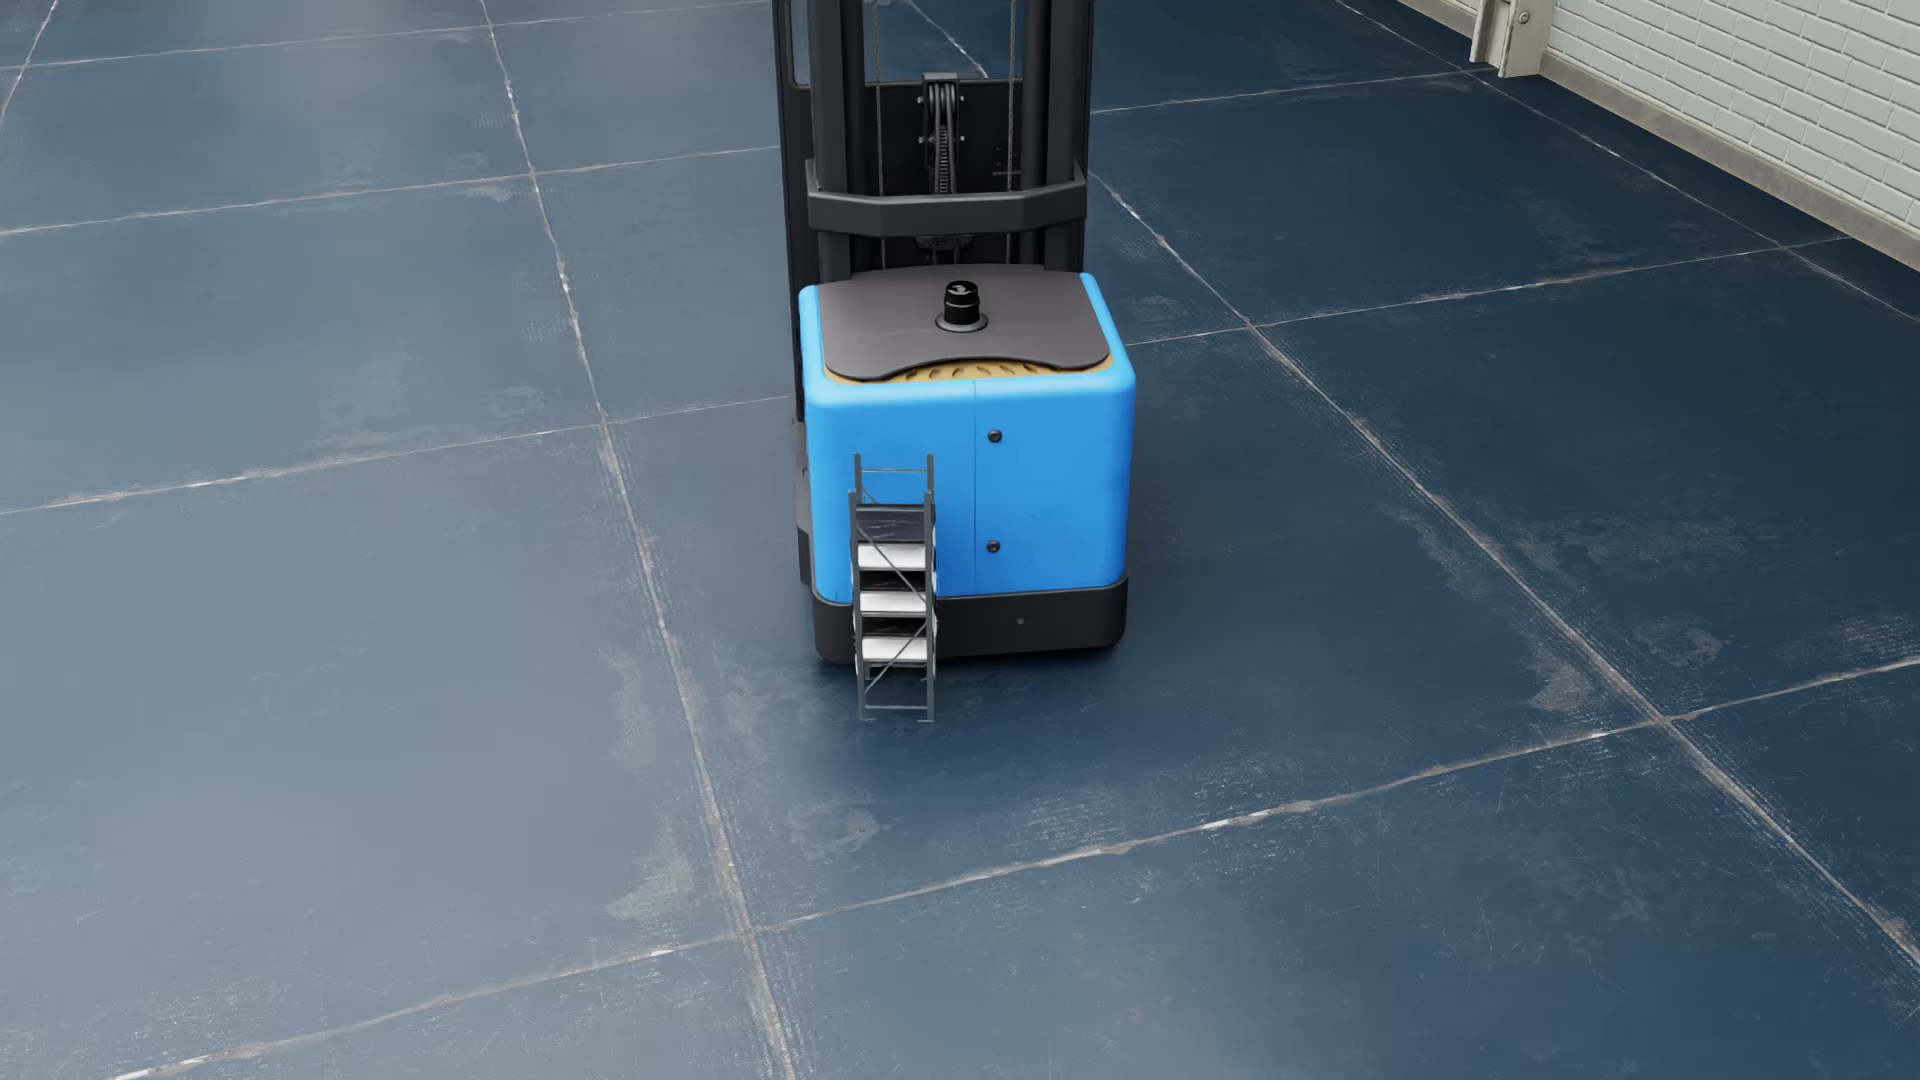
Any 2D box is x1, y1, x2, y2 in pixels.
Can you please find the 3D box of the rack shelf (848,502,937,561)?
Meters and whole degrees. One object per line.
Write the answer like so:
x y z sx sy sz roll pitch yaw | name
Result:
-0.202 -0.028 5.039 0.258 0.077 0.200 1 36 1 | rack shelf

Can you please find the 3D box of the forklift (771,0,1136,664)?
-0.118 -1.607 6.024 1.130 2.935 3.031 -4 34 -5 | forklift

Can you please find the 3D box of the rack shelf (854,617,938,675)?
-0.201 0.335 5.305 0.258 0.077 0.200 1 36 1 | rack shelf

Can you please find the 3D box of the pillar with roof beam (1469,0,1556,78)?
-0.497 -6.157 7.406 9.100 9.000 0.400 -10 35 -15 | pillar with roof beam

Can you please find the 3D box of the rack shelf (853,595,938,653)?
-0.201 0.262 5.252 0.258 0.077 0.200 1 36 1 | rack shelf

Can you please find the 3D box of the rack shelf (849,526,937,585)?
-0.202 0.045 5.092 0.258 0.077 0.200 1 36 1 | rack shelf

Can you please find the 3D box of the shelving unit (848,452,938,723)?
-0.201 0.163 5.179 0.258 0.900 0.210 1 36 1 | shelving unit

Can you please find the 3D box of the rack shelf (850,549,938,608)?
-0.202 0.117 5.145 0.258 0.077 0.200 1 36 1 | rack shelf

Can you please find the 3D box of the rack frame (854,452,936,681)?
-0.199 0.103 5.261 0.240 0.900 0.006 1 36 1 | rack frame

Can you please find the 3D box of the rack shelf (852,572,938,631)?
-0.201 0.190 5.198 0.258 0.077 0.200 1 36 1 | rack shelf

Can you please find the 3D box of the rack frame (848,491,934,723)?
-0.204 0.223 5.097 0.240 0.900 0.006 1 36 1 | rack frame
